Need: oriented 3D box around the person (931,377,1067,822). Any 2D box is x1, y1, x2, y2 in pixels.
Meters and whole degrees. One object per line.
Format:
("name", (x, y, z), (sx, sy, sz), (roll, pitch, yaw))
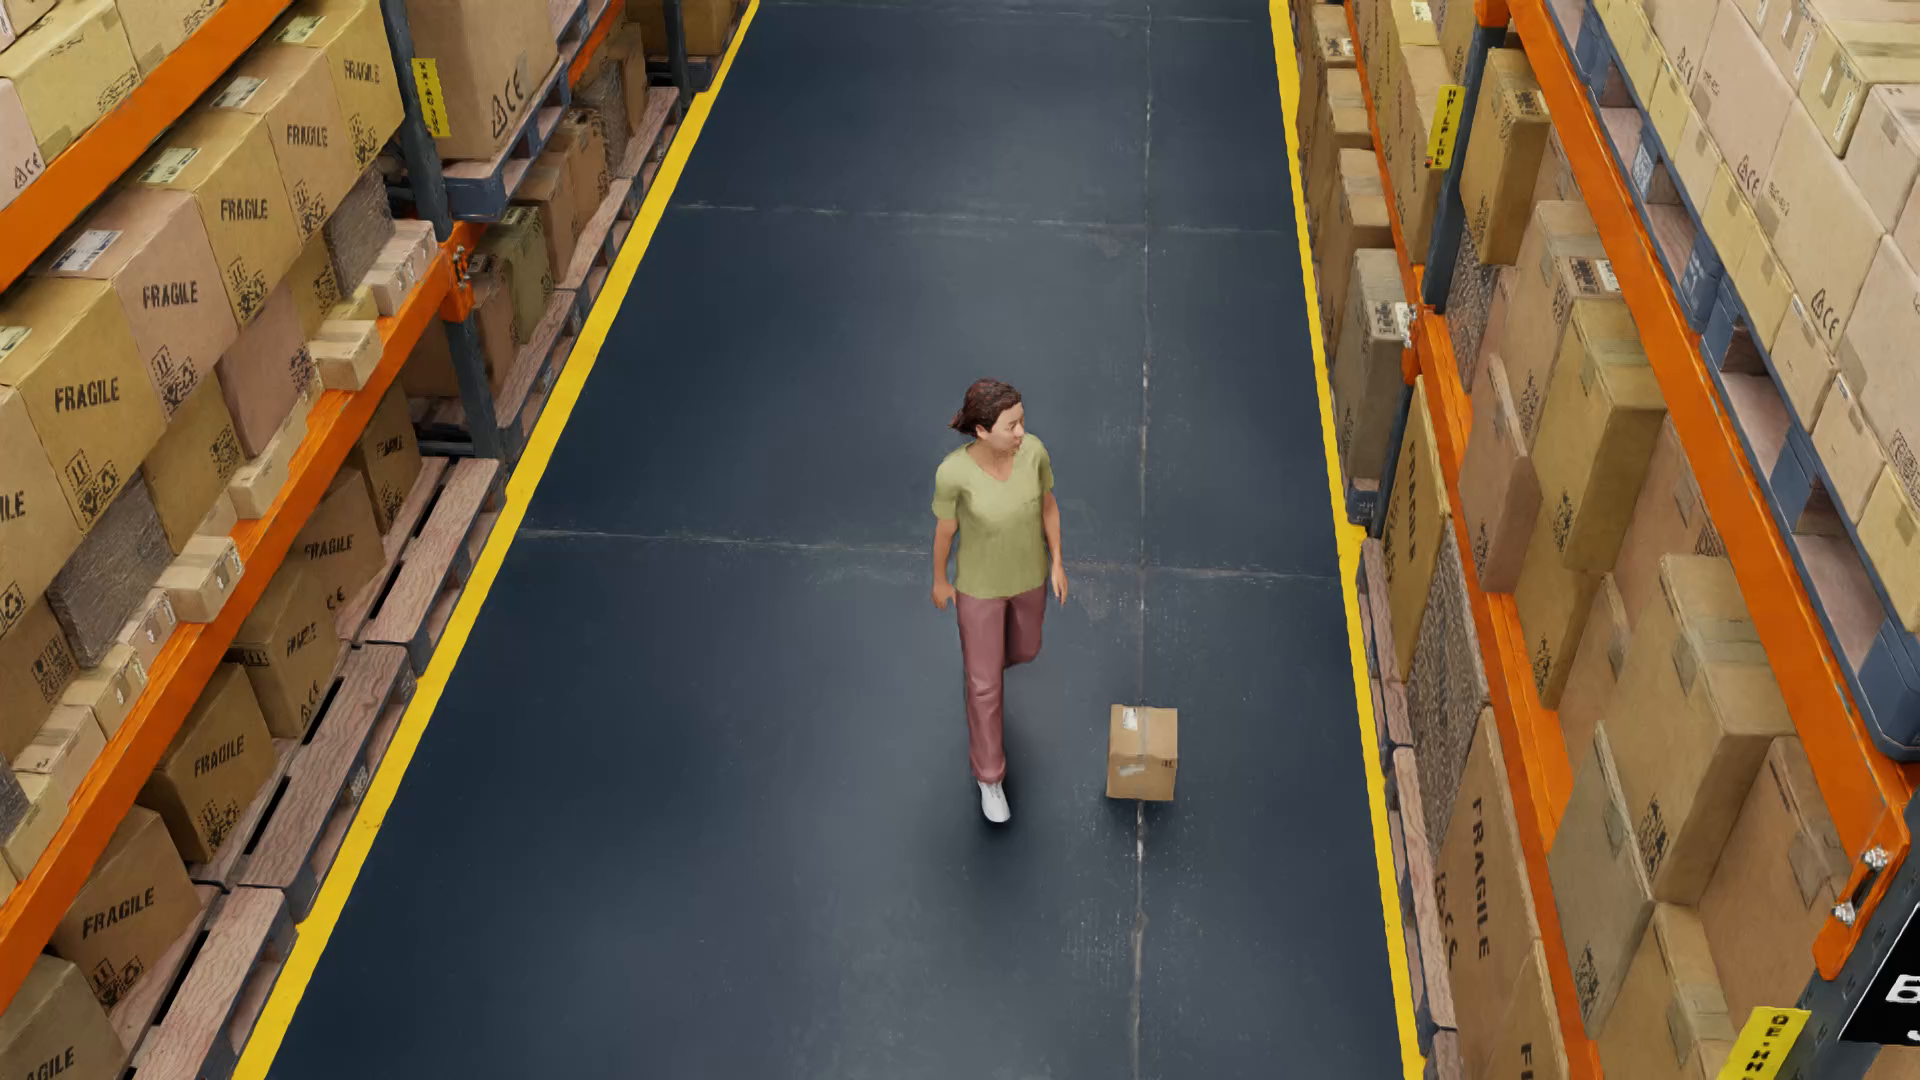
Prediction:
("person", (0.156, 0.147, 5.991), (0.466, 1.641, 0.856), (-16, 43, -18))
